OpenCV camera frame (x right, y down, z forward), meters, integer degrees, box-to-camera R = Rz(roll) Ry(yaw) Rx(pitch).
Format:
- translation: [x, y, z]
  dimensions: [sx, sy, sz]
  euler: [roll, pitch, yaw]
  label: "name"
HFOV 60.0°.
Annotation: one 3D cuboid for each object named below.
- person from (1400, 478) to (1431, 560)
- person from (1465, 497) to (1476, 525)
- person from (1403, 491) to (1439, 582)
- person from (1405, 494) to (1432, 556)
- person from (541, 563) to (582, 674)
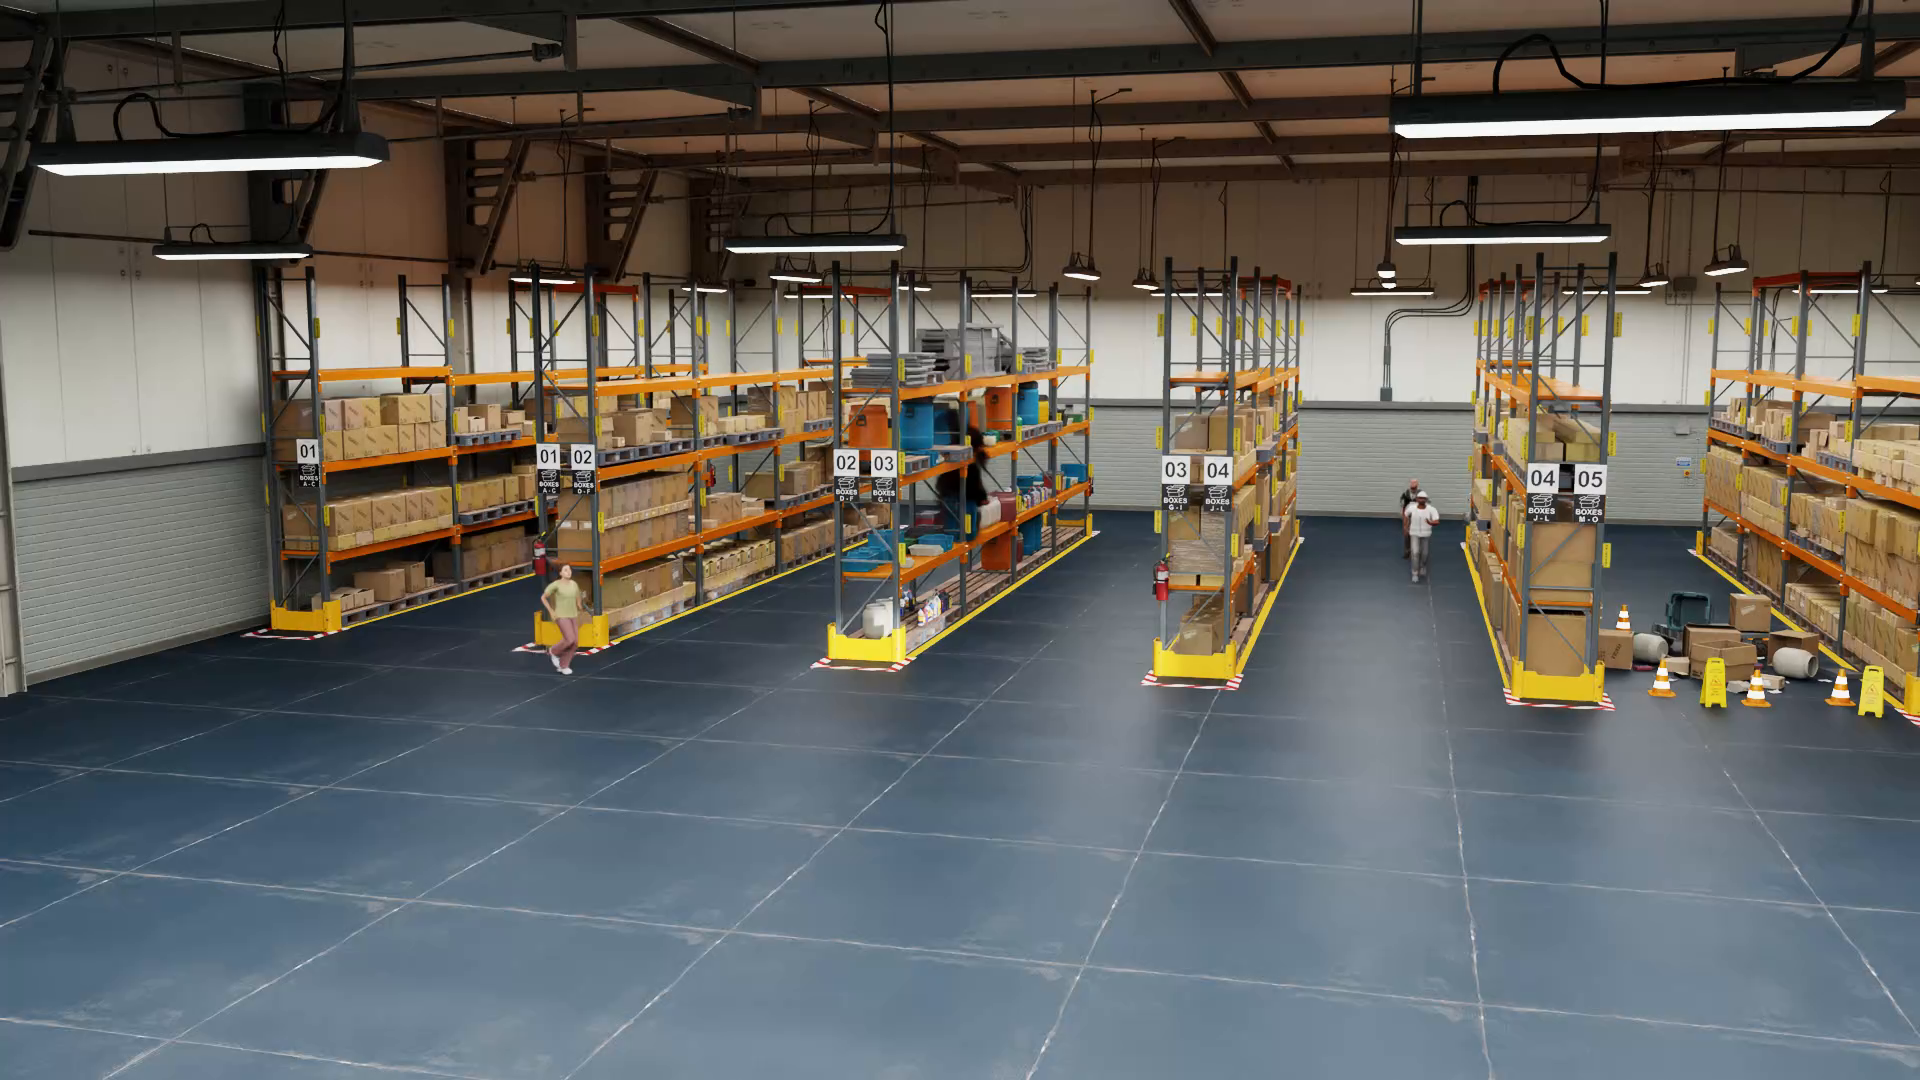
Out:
- translation: [9.978, -0.474, 36.499]
  dimensions: [0.669, 1.775, 0.817]
  euler: [3, 8, 21]
  label: "person"
- translation: [12.246, -0.815, 39.312]
  dimensions: [0.585, 1.677, 0.785]
  euler: [2, 8, 18]
  label: "person"
- translation: [9.160, -0.092, 33.066]
  dimensions: [0.699, 1.759, 0.980]
  euler: [2, 8, 16]
  label: "person"
- translation: [9.672, -0.243, 35.068]
  dimensions: [0.553, 1.594, 0.797]
  euler: [1, 7, 5]
  label: "person"
- translation: [-5.720, 1.139, 24.186]
  dimensions: [0.543, 1.631, 0.575]
  euler: [6, 10, 41]
  label: "person"
